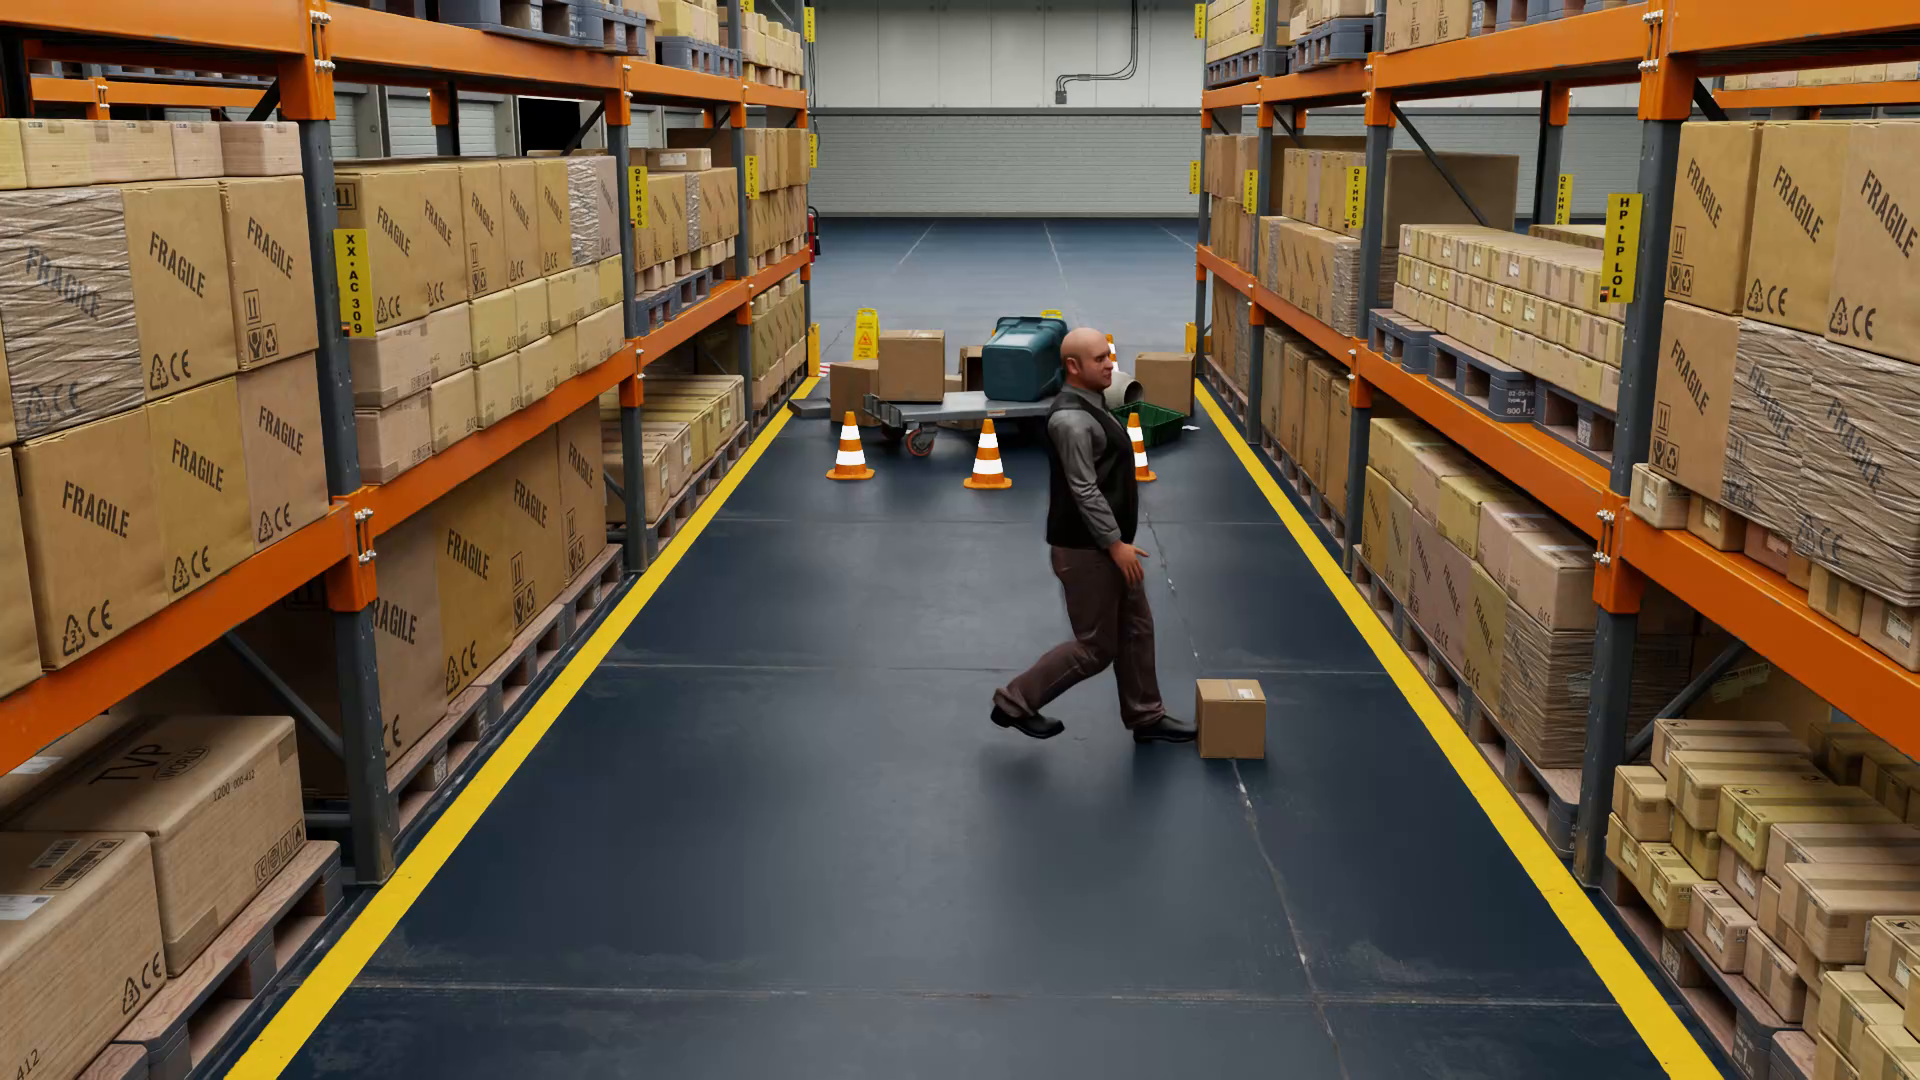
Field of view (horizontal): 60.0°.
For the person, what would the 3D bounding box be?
[{"bbox_3d":[0.559,0.020,6.509,0.844,1.694,0.549,3,14,11],"label":"person"}]
